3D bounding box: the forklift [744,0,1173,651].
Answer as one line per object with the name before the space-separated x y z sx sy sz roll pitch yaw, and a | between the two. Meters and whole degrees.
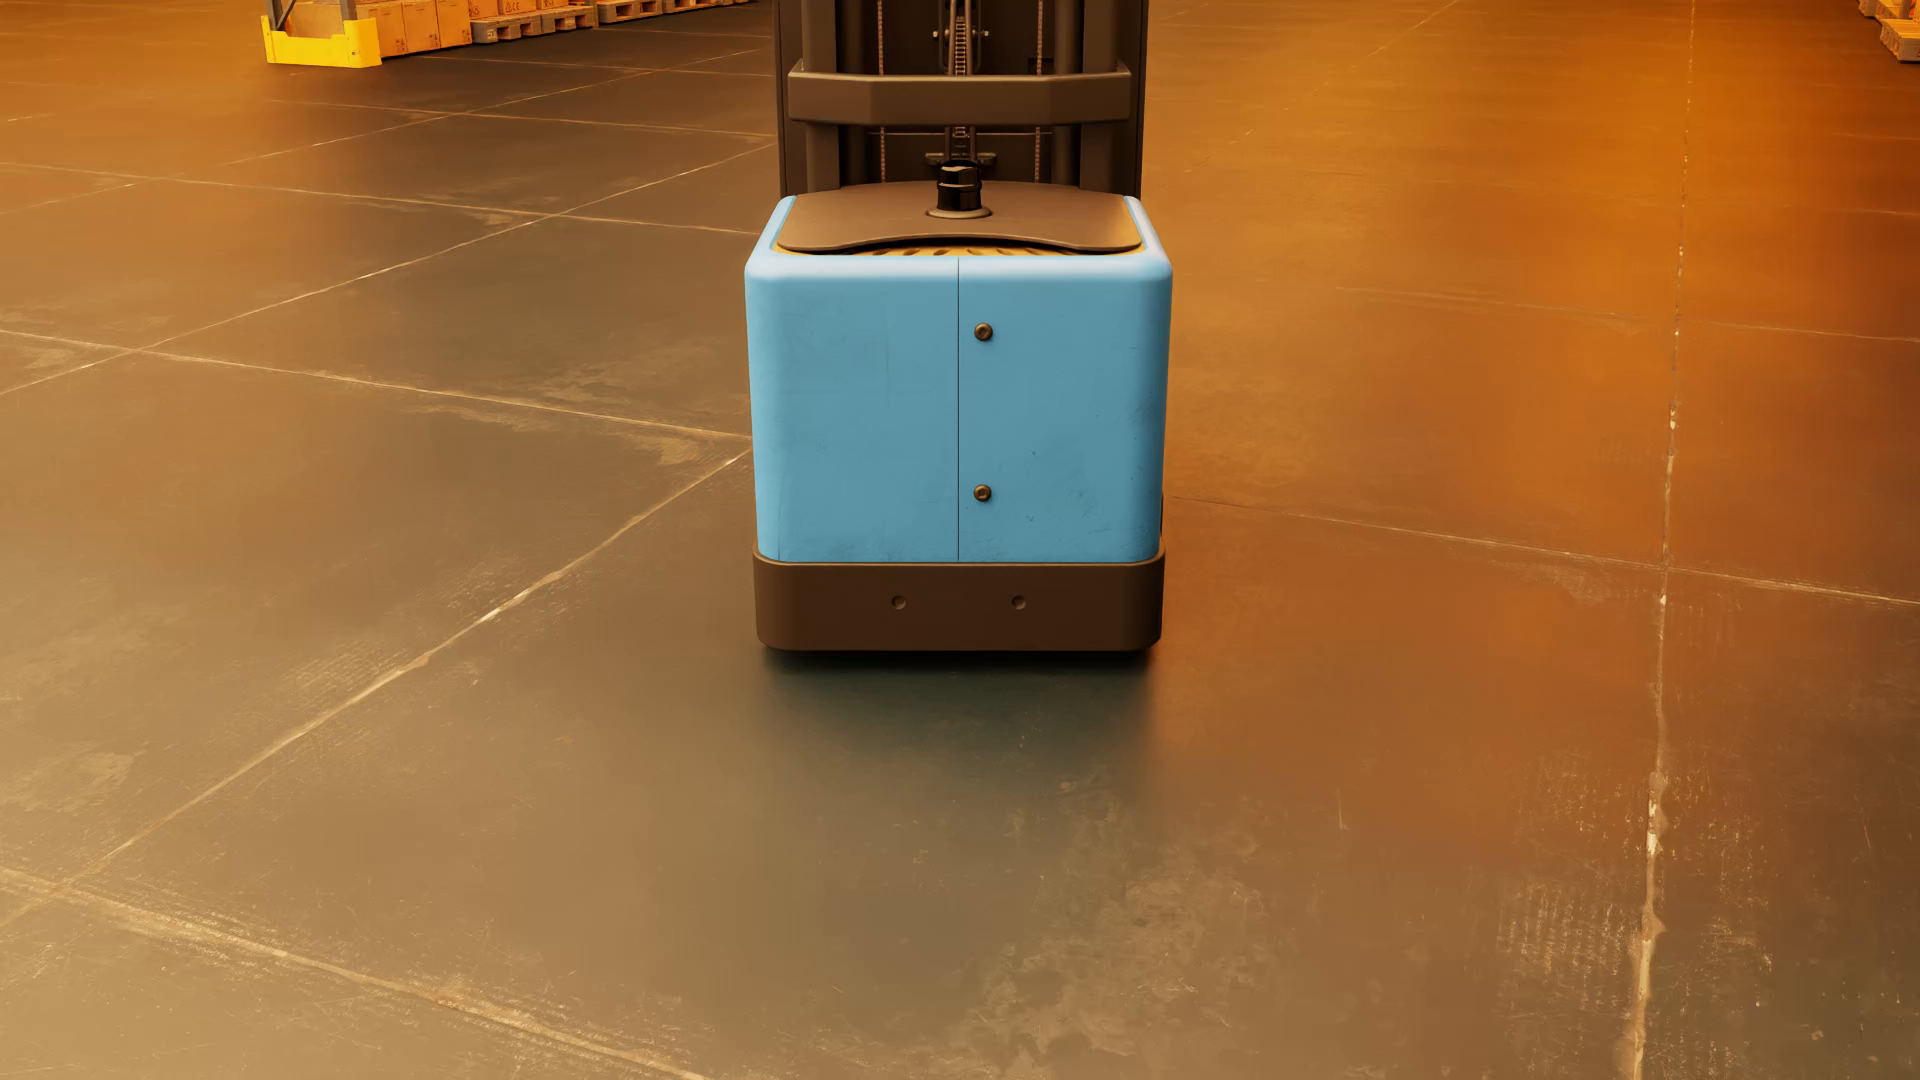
forklift | 0.002 -1.587 5.089 1.130 2.935 3.031 0 23 0
